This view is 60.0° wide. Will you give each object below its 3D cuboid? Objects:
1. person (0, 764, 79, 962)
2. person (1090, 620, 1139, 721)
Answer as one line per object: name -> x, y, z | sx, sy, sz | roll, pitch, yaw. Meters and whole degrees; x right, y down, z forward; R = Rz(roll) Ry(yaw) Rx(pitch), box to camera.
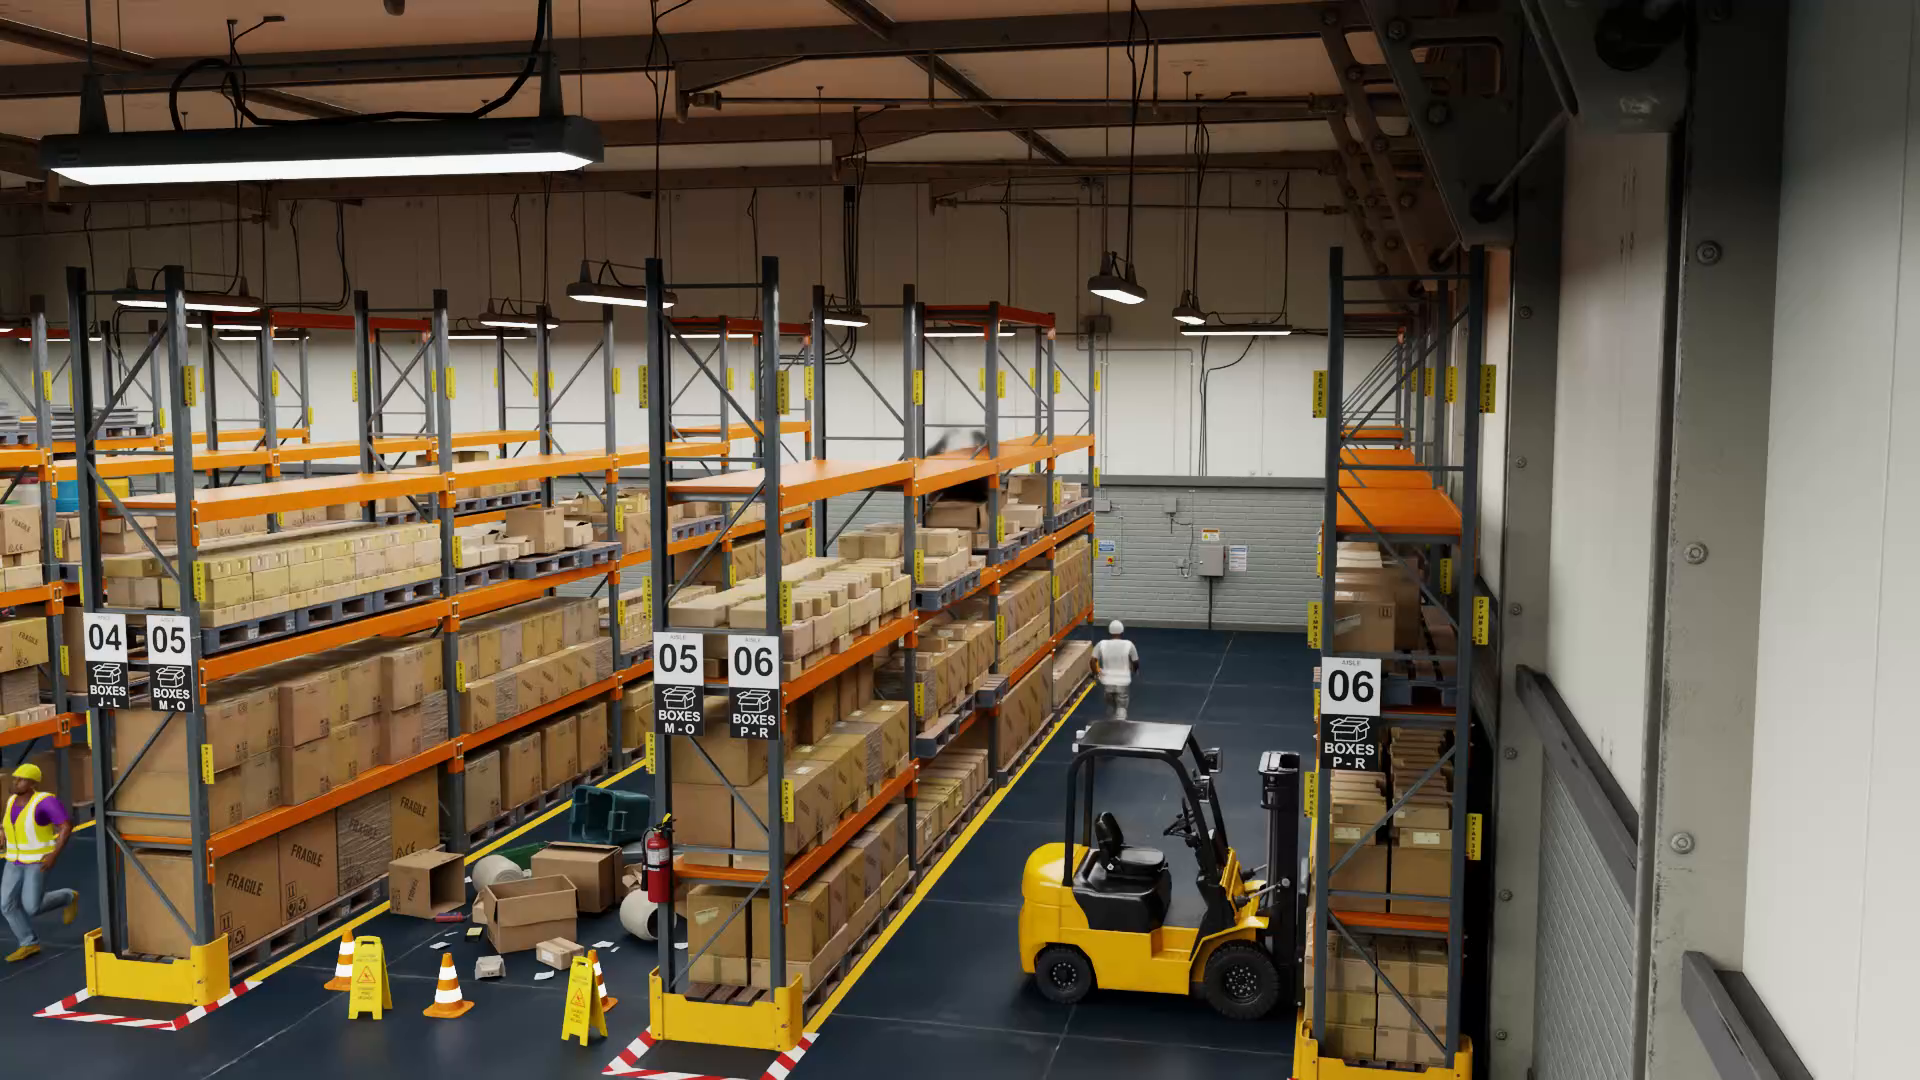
person -> -8.240, 2.831, 14.811 | 0.725, 1.716, 0.661 | 1, 6, 14
person -> 2.133, 1.985, 22.930 | 0.673, 1.742, 0.785 | 1, 6, 11
